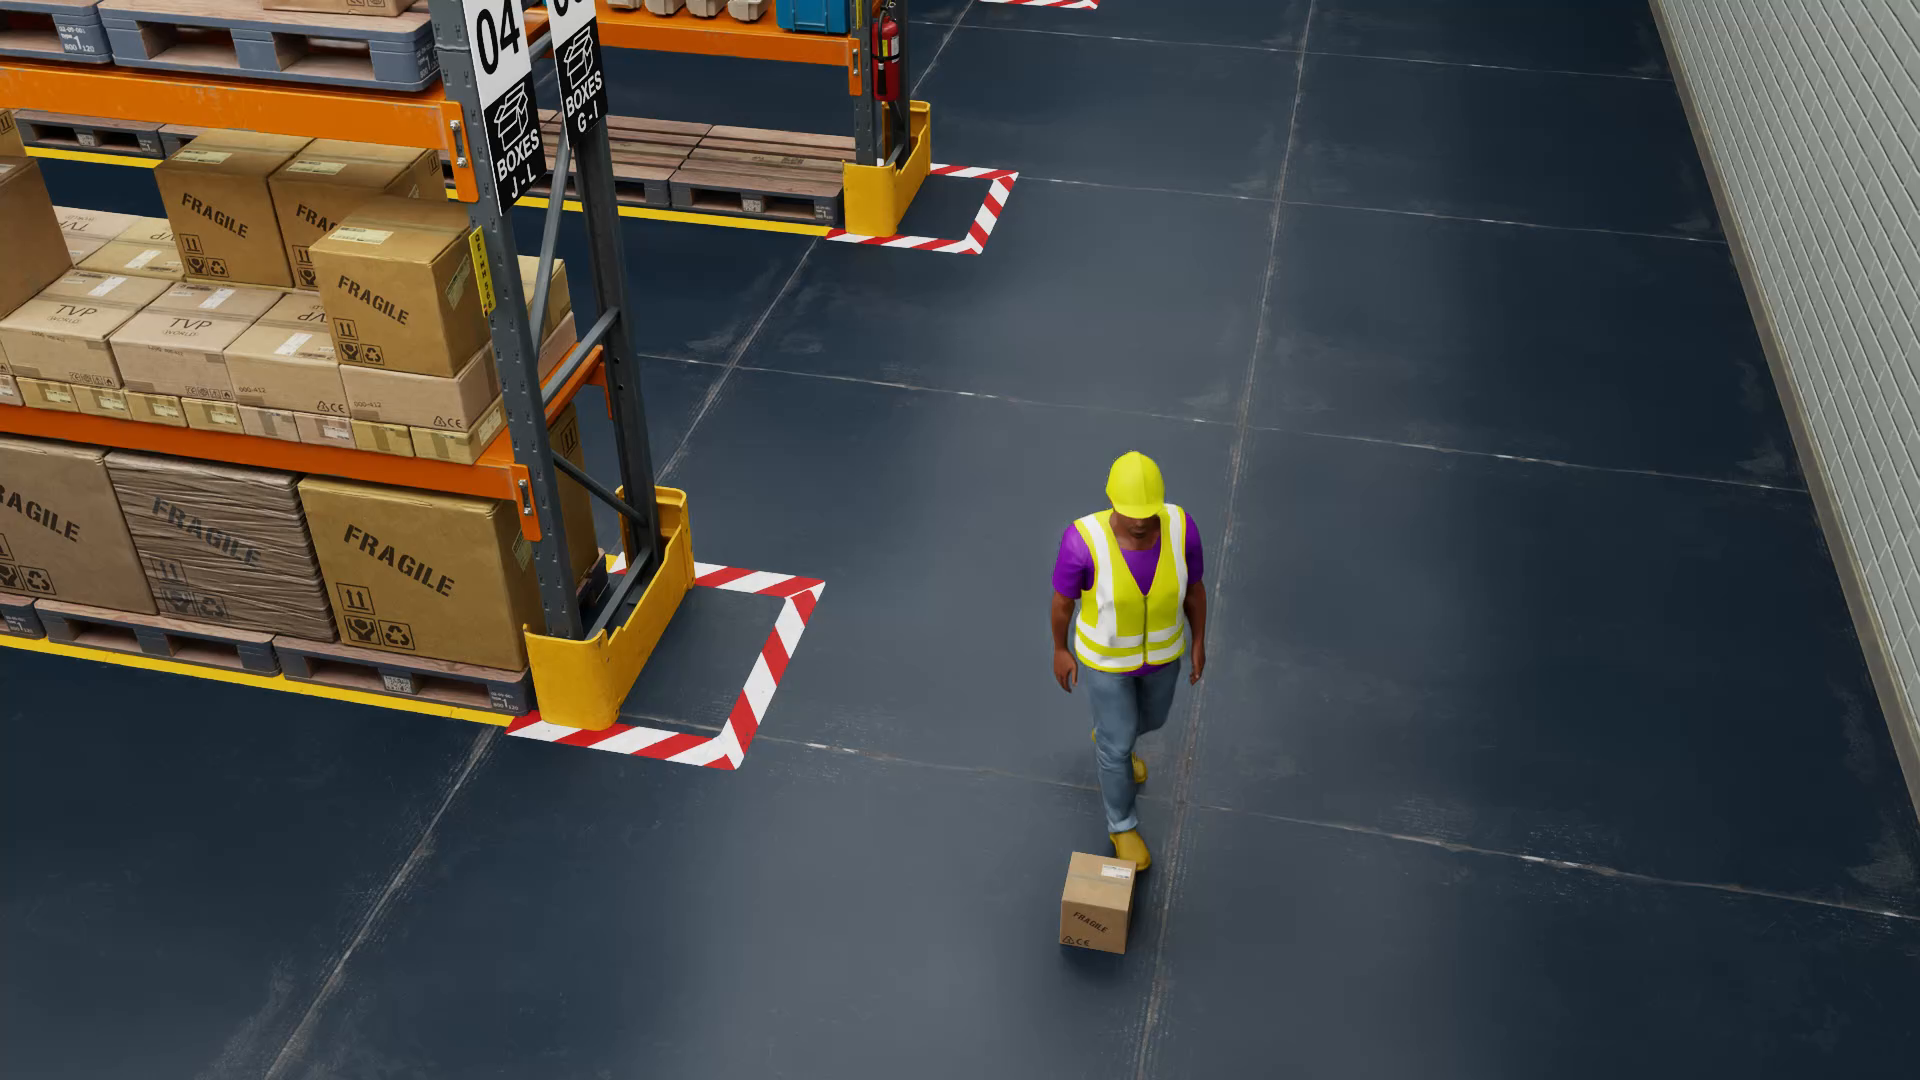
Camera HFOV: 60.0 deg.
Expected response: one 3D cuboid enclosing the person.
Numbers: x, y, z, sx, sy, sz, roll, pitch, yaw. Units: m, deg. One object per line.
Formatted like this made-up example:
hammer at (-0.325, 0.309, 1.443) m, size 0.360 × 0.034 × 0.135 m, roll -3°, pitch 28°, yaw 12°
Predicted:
person at (0.656, 0.425, 6.369) m, size 0.588 × 1.770 × 0.770 m, roll -11°, pitch 38°, yaw -14°
